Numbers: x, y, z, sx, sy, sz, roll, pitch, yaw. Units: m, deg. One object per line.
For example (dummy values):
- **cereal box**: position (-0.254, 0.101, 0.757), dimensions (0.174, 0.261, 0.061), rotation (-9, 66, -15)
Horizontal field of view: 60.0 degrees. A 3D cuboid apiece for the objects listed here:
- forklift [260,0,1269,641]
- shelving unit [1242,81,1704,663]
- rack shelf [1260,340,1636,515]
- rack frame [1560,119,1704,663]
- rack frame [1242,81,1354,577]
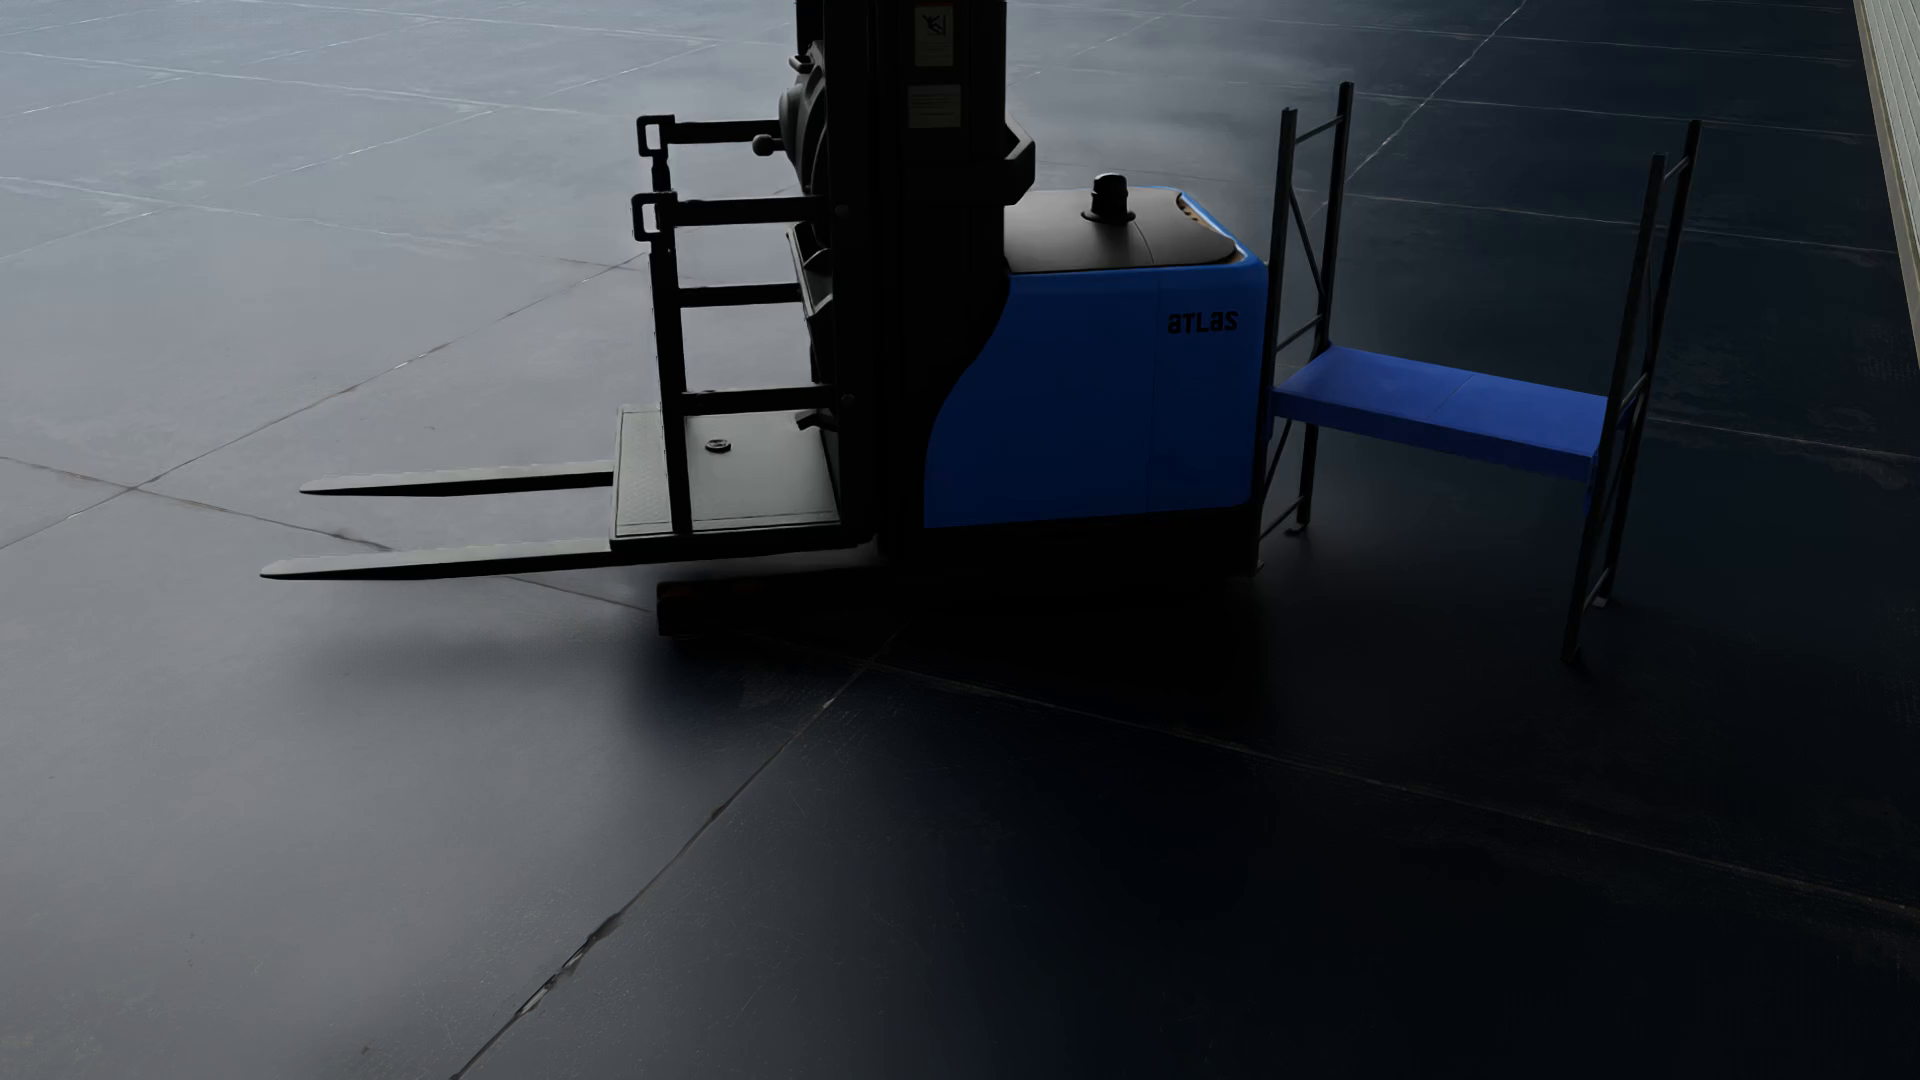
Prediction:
- **forklift**: position (-0.636, -1.261, 4.894), dimensions (3.031, 2.935, 1.130), rotation (-4, 27, -8)
- **shelving unit**: position (1.497, -0.528, 5.025), dimensions (1.048, 1.500, 0.538), rotation (16, 30, 29)
- **rack shelf**: position (1.497, -0.366, 5.105), dimensions (1.000, 0.185, 0.538), rotation (16, 30, 29)
- **rack frame**: position (1.925, -0.407, 4.780), dimensions (0.032, 1.500, 0.500), rotation (16, 30, 29)
- **rack frame**: position (1.068, -0.649, 5.271), dimensions (0.032, 1.500, 0.500), rotation (16, 30, 29)
